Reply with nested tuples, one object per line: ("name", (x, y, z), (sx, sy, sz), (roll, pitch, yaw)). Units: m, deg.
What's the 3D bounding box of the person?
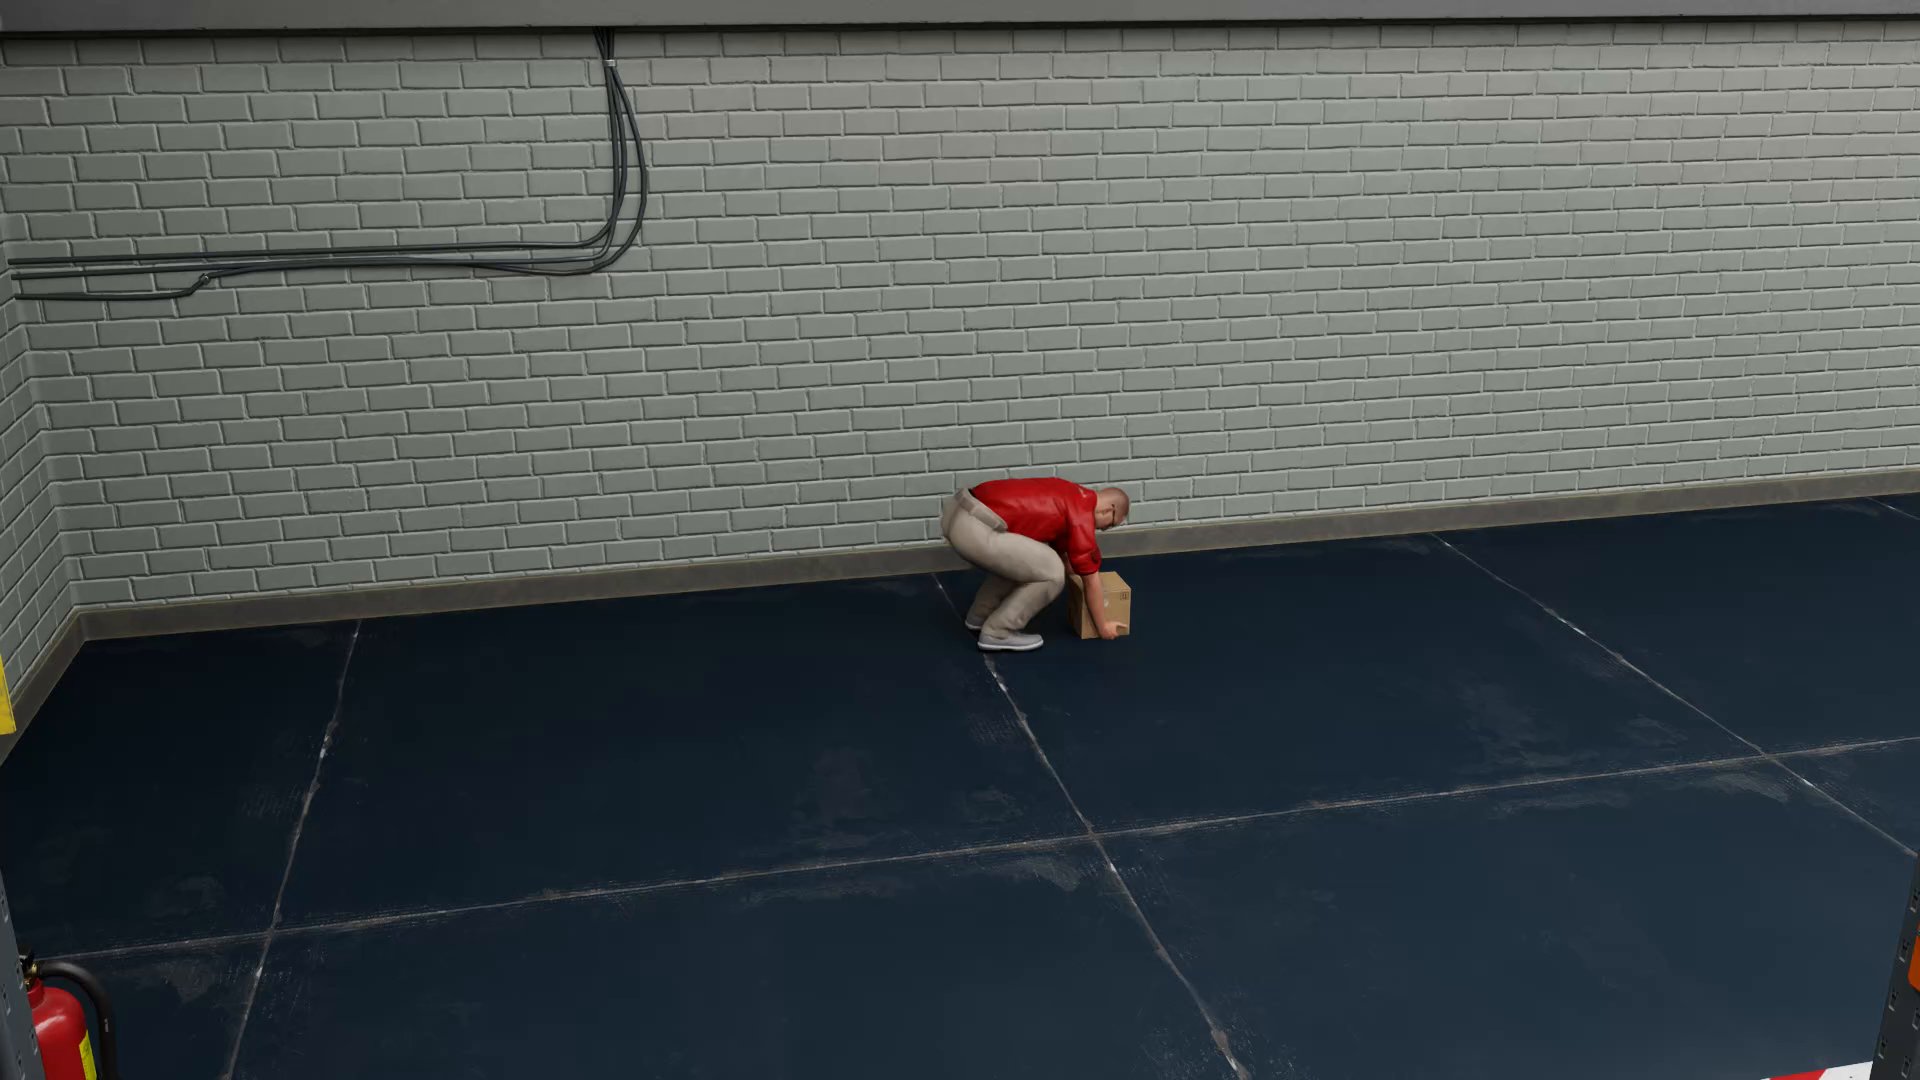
("person", (0.415, 0.091, 8.232), (0.889, 0.836, 0.540), (-5, 20, -14))
